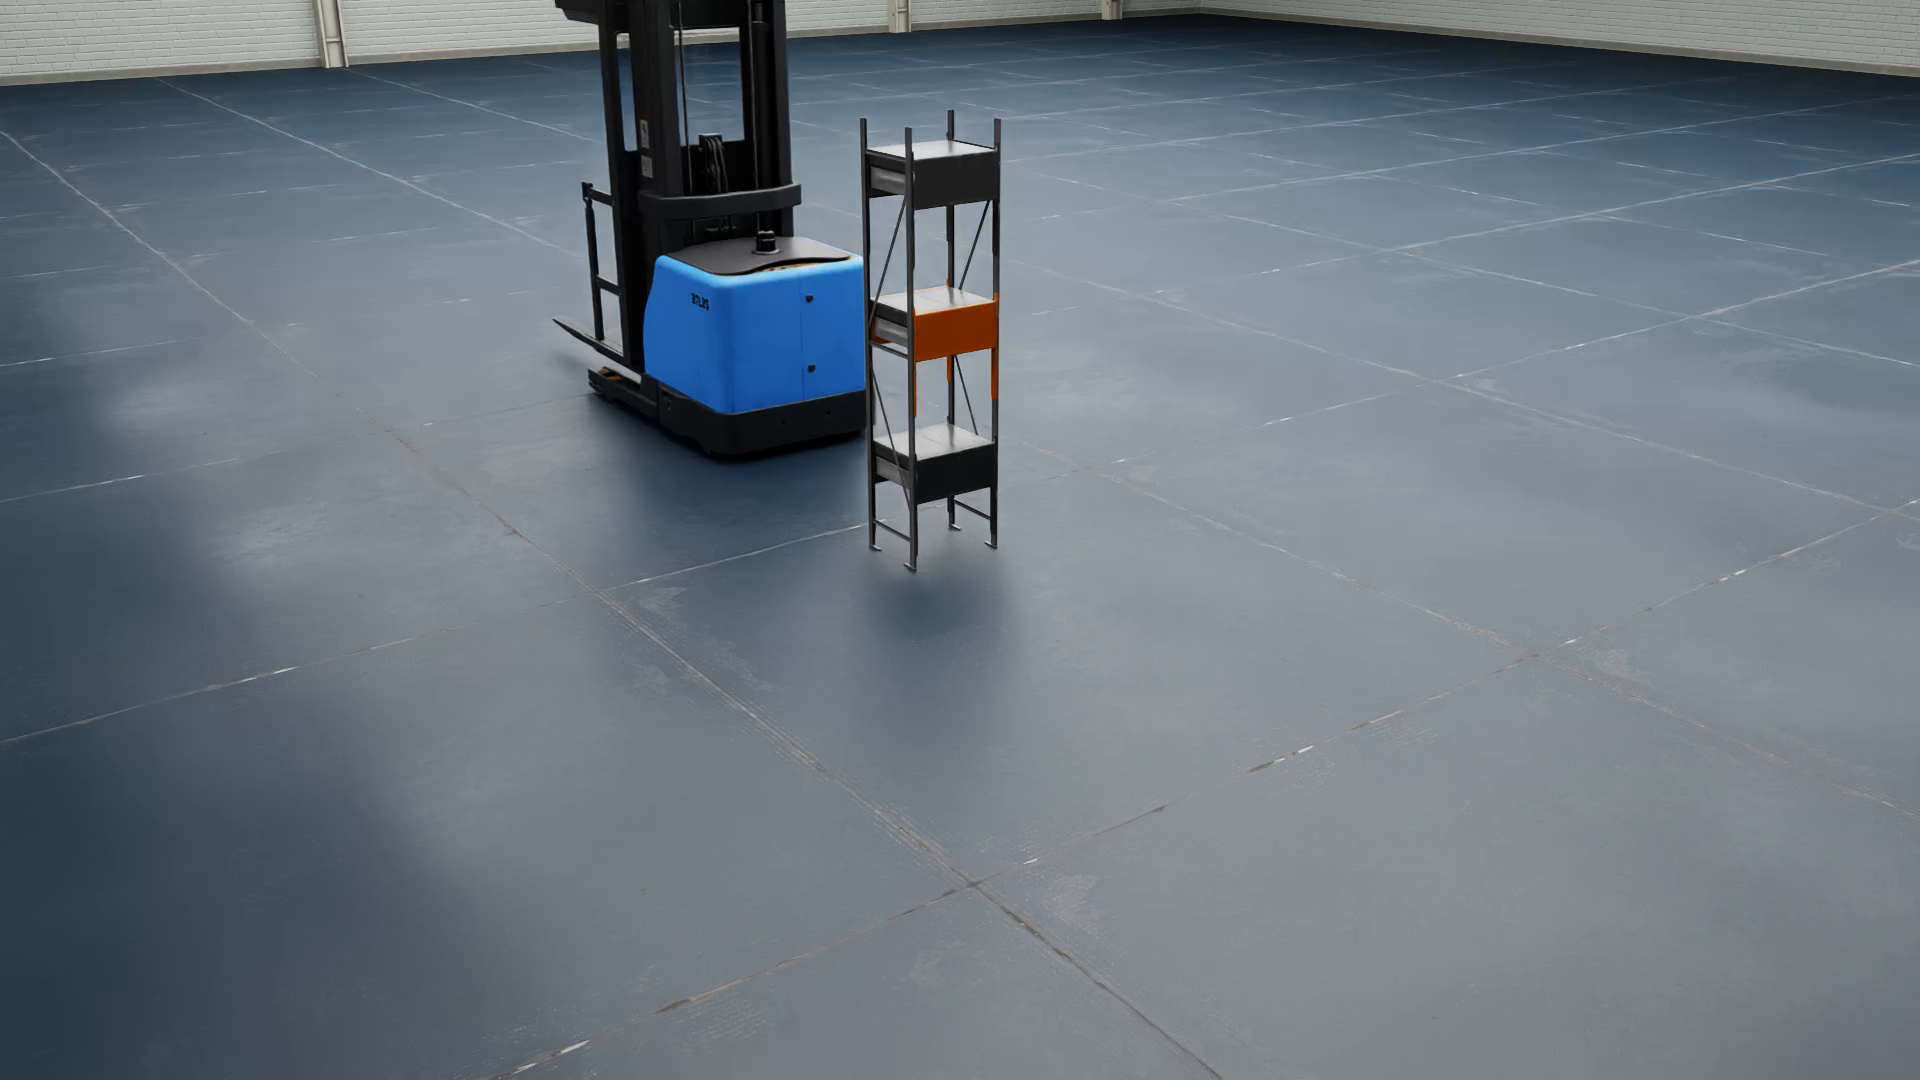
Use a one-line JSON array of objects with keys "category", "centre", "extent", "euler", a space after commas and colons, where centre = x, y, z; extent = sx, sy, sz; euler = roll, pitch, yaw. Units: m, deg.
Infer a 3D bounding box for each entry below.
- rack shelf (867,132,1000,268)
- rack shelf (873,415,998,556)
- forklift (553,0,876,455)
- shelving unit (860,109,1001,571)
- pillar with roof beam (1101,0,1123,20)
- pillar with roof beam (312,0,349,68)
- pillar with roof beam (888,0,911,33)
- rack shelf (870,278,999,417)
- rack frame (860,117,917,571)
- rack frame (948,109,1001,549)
[{"category": "rack shelf", "centre": [-0.134, -1.577, 7.679], "extent": [0.480, 0.518, 0.431], "euler": [-15, 26, -33]}, {"category": "rack shelf", "centre": [-0.134, -0.277, 8.198], "extent": [0.480, 0.518, 0.431], "euler": [-15, 26, -33]}, {"category": "forklift", "centre": [-1.749, -2.335, 10.309], "extent": [1.130, 2.935, 3.031], "euler": [-14, 26, -32]}, {"category": "shelving unit", "centre": [-0.134, -0.939, 7.934], "extent": [0.503, 2.100, 0.431], "euler": [-15, 26, -33]}, {"category": "pillar with roof beam", "centre": [6.084, -15.148, 34.231], "extent": [0.400, 9.000, 9.100], "euler": [-15, 26, -33]}, {"category": "pillar with roof beam", "centre": [-8.528, -11.252, 24.468], "extent": [0.400, 9.000, 9.100], "euler": [-15, 26, -33]}, {"category": "pillar with roof beam", "centre": [1.213, -13.849, 30.977], "extent": [0.400, 9.000, 9.100], "euler": [-15, 26, -33]}, {"category": "rack shelf", "centre": [-0.134, -0.927, 7.939], "extent": [0.480, 0.518, 0.431], "euler": [-15, 26, -33]}, {"category": "rack frame", "centre": [-0.332, -0.887, 7.801], "extent": [0.015, 2.100, 0.400], "euler": [-15, 26, -33]}, {"category": "rack frame", "centre": [0.064, -0.992, 8.066], "extent": [0.015, 2.100, 0.400], "euler": [-15, 26, -33]}]
